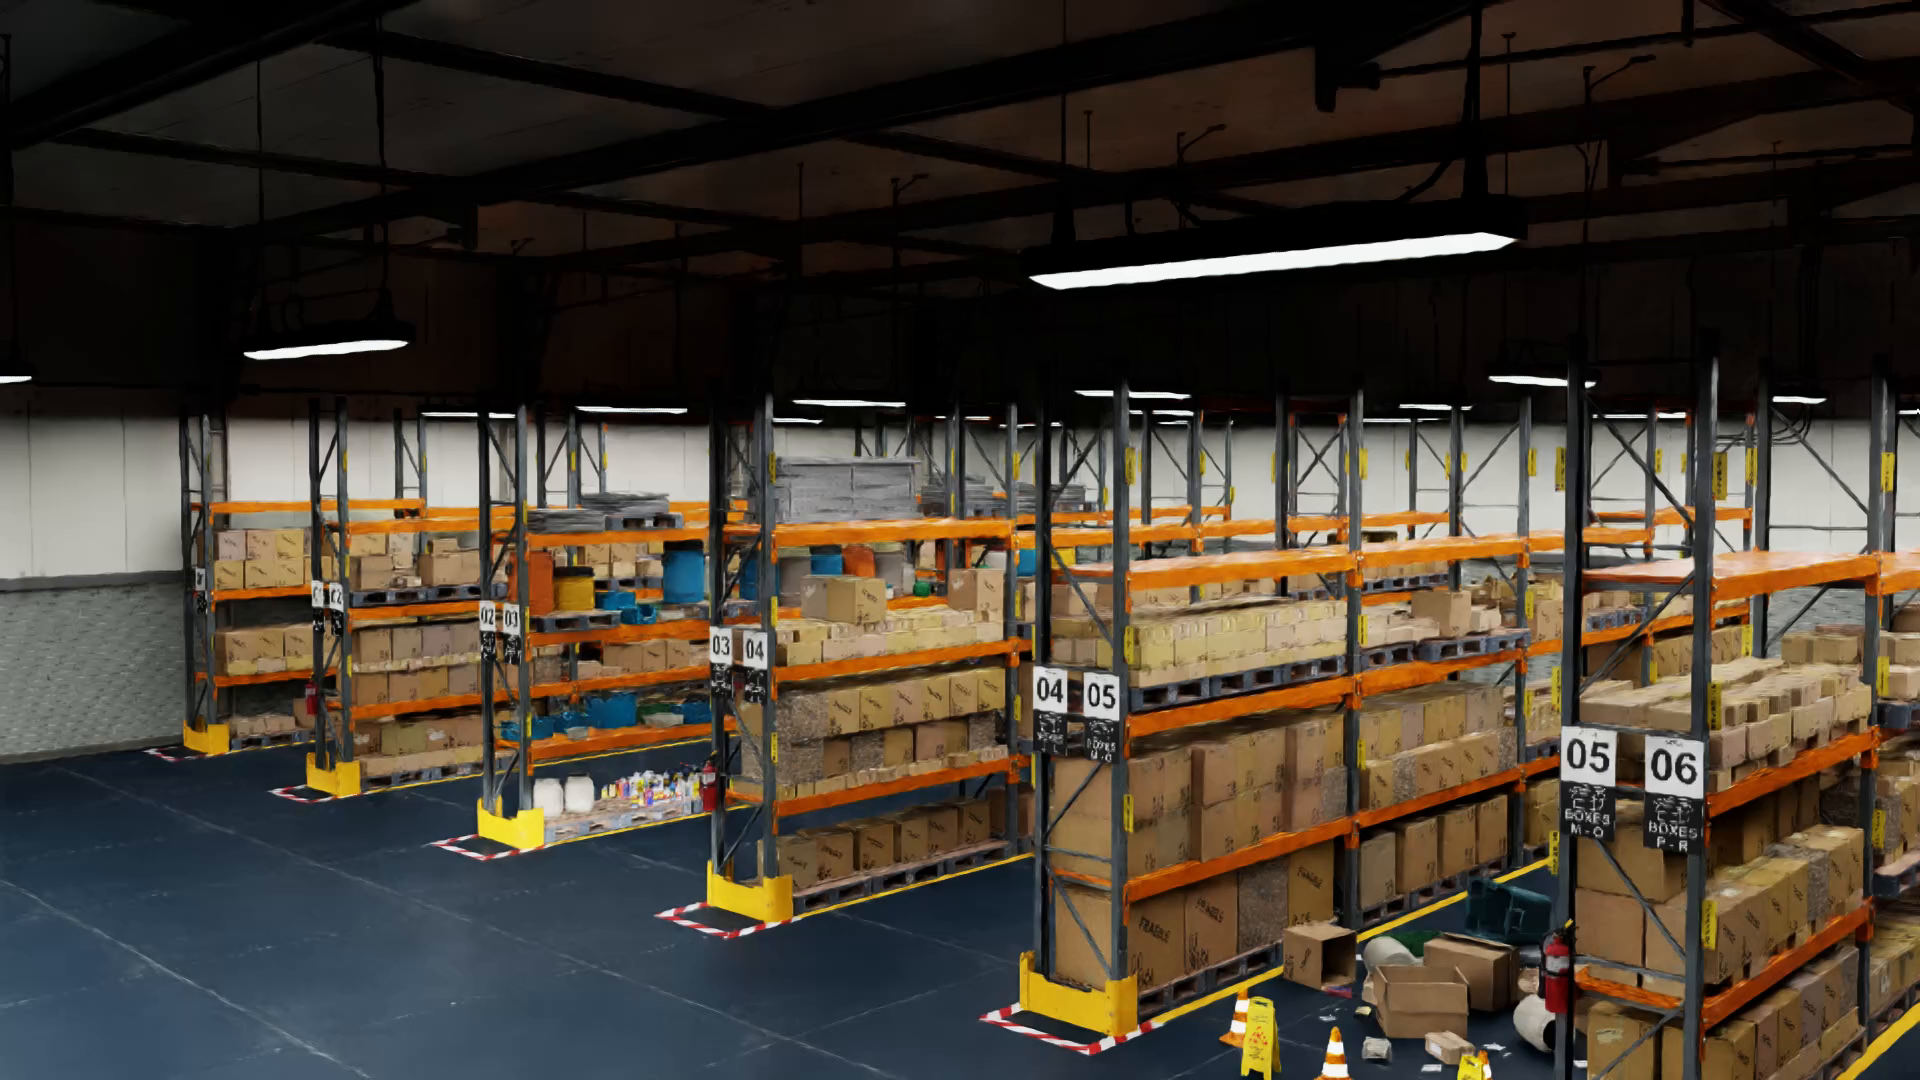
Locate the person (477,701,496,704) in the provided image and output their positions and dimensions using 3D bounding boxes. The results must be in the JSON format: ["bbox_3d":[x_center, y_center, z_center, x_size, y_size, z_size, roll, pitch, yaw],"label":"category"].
[{"bbox_3d":[-8.380,2.721,29.152,0.614,1.784,0.497,-1,3,-16],"label":"person"}]
